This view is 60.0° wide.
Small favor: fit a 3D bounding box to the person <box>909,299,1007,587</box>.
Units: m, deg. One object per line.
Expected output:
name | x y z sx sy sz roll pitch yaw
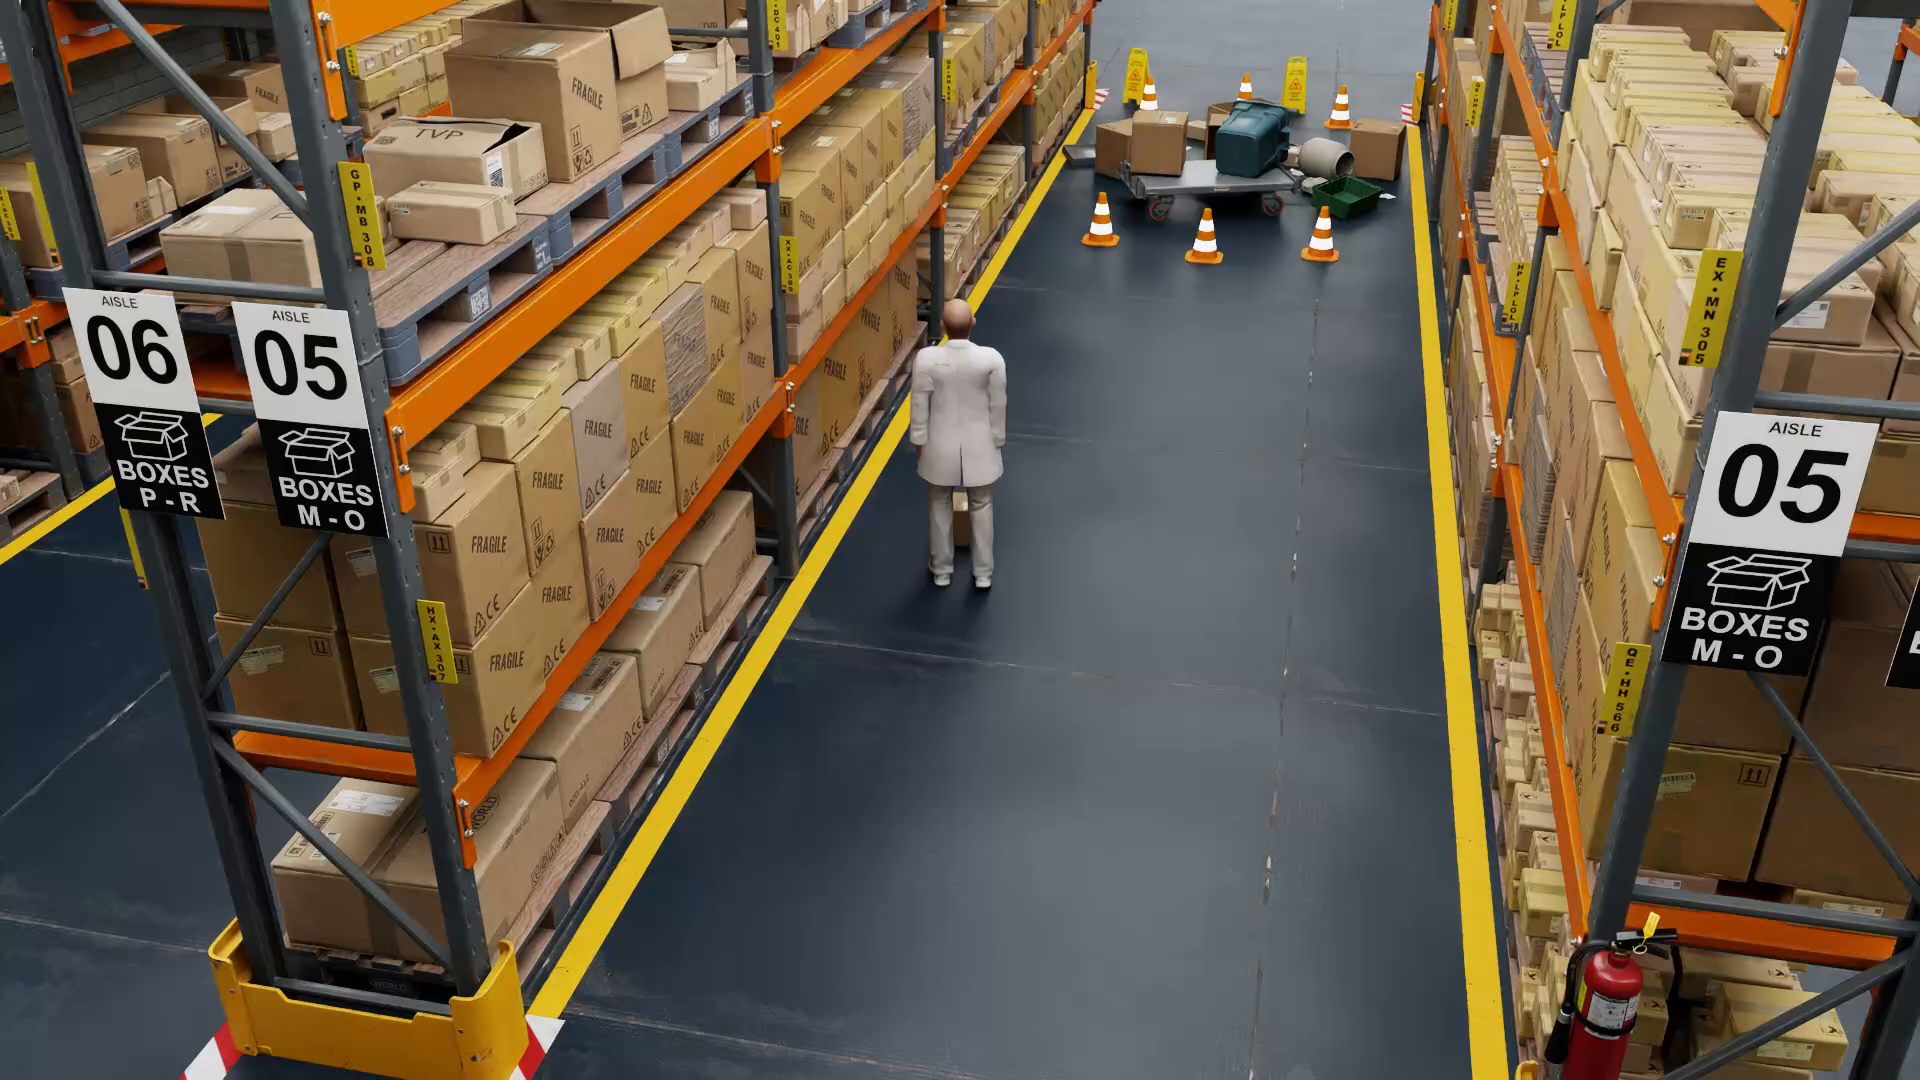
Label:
person | -0.014 -0.563 9.701 0.562 1.790 0.412 0 28 0
